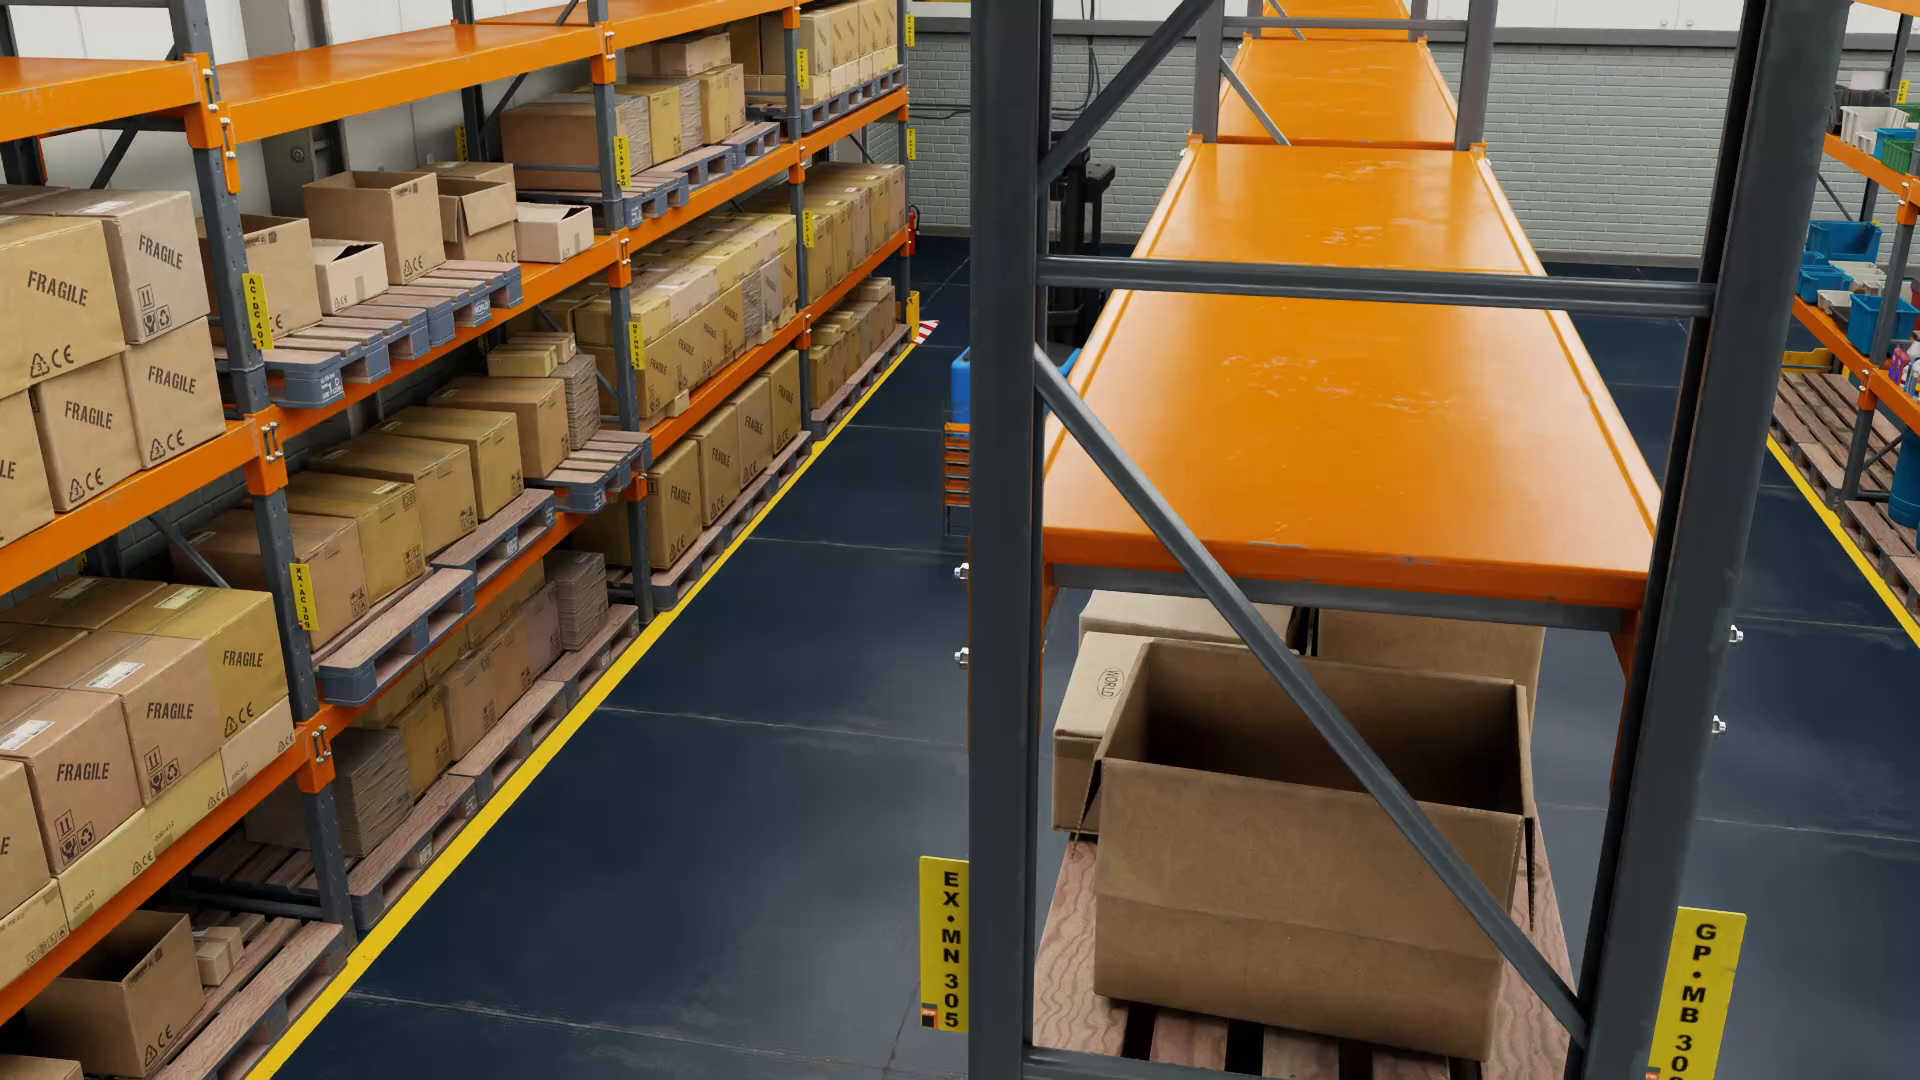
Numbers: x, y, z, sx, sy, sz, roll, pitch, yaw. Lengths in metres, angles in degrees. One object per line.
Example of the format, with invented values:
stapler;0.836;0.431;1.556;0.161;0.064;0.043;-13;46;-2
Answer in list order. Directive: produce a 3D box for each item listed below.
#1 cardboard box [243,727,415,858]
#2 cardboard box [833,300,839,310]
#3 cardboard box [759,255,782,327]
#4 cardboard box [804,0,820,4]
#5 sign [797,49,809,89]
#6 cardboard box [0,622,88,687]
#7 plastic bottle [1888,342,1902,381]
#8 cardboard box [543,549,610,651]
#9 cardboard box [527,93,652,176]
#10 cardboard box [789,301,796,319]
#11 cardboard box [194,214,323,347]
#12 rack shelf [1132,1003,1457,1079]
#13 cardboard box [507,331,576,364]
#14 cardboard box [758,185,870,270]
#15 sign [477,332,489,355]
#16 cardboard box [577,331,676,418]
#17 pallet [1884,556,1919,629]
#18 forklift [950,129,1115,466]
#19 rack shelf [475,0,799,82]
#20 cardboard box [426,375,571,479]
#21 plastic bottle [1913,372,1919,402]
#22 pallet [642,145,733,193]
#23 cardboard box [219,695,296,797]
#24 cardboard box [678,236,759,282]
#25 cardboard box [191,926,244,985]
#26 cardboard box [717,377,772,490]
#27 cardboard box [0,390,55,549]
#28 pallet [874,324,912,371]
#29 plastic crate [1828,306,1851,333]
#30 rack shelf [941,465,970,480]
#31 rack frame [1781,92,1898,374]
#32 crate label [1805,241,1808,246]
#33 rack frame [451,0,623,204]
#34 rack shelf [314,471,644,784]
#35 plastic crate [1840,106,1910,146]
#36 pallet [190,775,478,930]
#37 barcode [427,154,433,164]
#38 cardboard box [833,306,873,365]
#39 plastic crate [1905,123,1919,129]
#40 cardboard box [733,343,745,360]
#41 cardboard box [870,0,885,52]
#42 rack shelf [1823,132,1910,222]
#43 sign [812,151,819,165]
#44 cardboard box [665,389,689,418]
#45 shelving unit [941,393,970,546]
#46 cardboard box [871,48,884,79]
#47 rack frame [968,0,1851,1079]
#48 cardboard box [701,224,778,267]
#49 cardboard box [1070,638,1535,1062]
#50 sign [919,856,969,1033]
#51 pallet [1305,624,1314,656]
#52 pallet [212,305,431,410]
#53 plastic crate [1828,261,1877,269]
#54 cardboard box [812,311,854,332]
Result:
cardboard box;-3.386;1.308;8.877;0.700;0.500;0.500;5;23;13
cardboard box;-1.492;-2.529;17.563;0.380;0.149;0.250;5;22;12
cardboard box;-1.829;-2.121;14.075;0.500;0.500;0.500;5;22;11
cardboard box;-1.674;-5.050;16.394;0.500;0.500;0.500;4;22;11
sign;-1.354;-4.042;14.276;0.100;0.325;0.005;4;22;11
cardboard box;-3.929;0.681;6.849;0.500;0.500;0.500;4;22;11
plastic bottle;7.319;-1.391;12.980;0.061;0.283;0.133;4;22;11
cardboard box;-2.799;0.383;11.174;0.700;0.500;0.500;5;22;12
cardboard box;-2.604;-2.861;11.734;0.700;0.500;0.500;3;22;8
cardboard box;-1.679;-2.050;14.768;0.380;0.149;0.250;5;22;11
cardboard box;-3.330;-1.203;7.645;0.500;0.500;0.500;8;23;19
rack shelf;0.922;0.673;4.644;1.077;0.370;4.000;4;22;11
cardboard box;-2.745;-1.262;10.912;0.380;0.149;0.250;2;22;4
cardboard box;-1.468;-3.172;16.843;0.980;0.700;0.700;3;22;8
sign;-3.248;-1.418;11.339;0.100;0.325;0.005;4;22;11
cardboard box;-2.354;-1.191;11.768;0.500;0.500;0.500;5;22;13
pallet;7.366;0.473;11.927;1.003;0.211;1.213;4;22;11
forklift;0.787;-2.374;15.356;1.130;2.935;3.031;6;23;14
rack shelf;-2.296;-3.834;12.358;1.077;0.370;4.000;4;22;11
cardboard box;-2.877;-0.711;10.411;0.700;0.500;0.500;2;22;6
plastic bottle;7.219;-1.173;12.454;0.097;0.271;0.097;0;22;0
pallet;-2.399;-2.792;12.539;1.003;0.211;1.213;6;23;13
cardboard box;-3.320;0.880;7.358;0.500;0.250;0.500;5;22;11
cardboard box;-1.950;-2.281;13.469;0.500;0.250;0.500;5;22;12
cardboard box;-3.600;1.932;7.776;0.380;0.166;0.250;2;22;4
cardboard box;-2.071;-0.927;13.986;0.750;0.750;0.750;5;23;13
cardboard box;-3.573;-0.231;5.765;0.500;0.500;0.500;4;22;9
pallet;-1.158;-2.173;18.498;1.003;0.211;1.213;4;22;11
plastic crate;7.777;-1.877;14.318;0.437;0.125;0.590;4;22;11
rack shelf;-0.003;-0.510;13.163;0.258;0.103;0.180;4;22;11
rack frame;8.627;-3.010;16.843;1.000;3.000;0.127;4;22;11
crate label;8.255;-2.895;16.701;0.416;0.233;0.303;4;22;11
rack frame;-2.704;-3.622;10.332;1.000;3.000;0.127;4;22;11
rack shelf;-3.112;0.226;9.771;1.077;0.370;4.000;4;22;11
plastic crate;7.873;-3.559;14.350;0.437;0.282;0.530;4;22;11
pallet;-3.362;1.632;9.049;1.003;0.211;1.213;4;22;11
barcode;-3.357;-2.410;10.534;0.001;0.075;0.075;4;22;11
cardboard box;-1.320;-2.170;17.540;0.700;0.500;0.500;4;22;9
plastic crate;8.449;-3.504;14.408;0.437;0.136;0.530;4;22;11
cardboard box;-1.981;-1.589;13.623;0.380;0.149;0.250;4;22;9
cardboard box;-1.066;-5.205;16.780;0.500;0.500;0.500;5;23;13
rack shelf;8.219;-3.336;14.600;1.077;0.370;4.000;4;22;11
sign;-1.613;-4.248;18.652;0.100;0.325;0.005;4;22;11
cardboard box;-2.213;-1.017;12.204;0.380;0.149;0.250;5;23;13
shelving unit;-0.003;-0.551;13.147;0.258;1.200;0.189;4;22;11
cardboard box;-1.066;-4.850;16.900;0.500;0.250;0.500;4;22;9
rack frame;0.511;-0.320;2.134;0.949;2.616;0.053;4;22;11
cardboard box;-1.846;-2.467;13.932;0.500;0.250;0.500;5;22;12
cardboard box;0.636;0.554;3.091;0.797;0.503;0.637;6;23;15
sign;-0.014;0.651;2.659;0.100;0.325;0.005;4;22;11
pallet;0.931;0.408;4.459;1.003;0.211;1.213;4;22;11
pallet;-3.290;-0.899;7.836;1.213;0.211;1.003;4;22;11
plastic crate;8.638;-2.603;16.106;0.396;0.136;0.243;4;22;11
cardboard box;-1.280;-2.206;16.763;0.380;0.149;0.250;4;22;9
